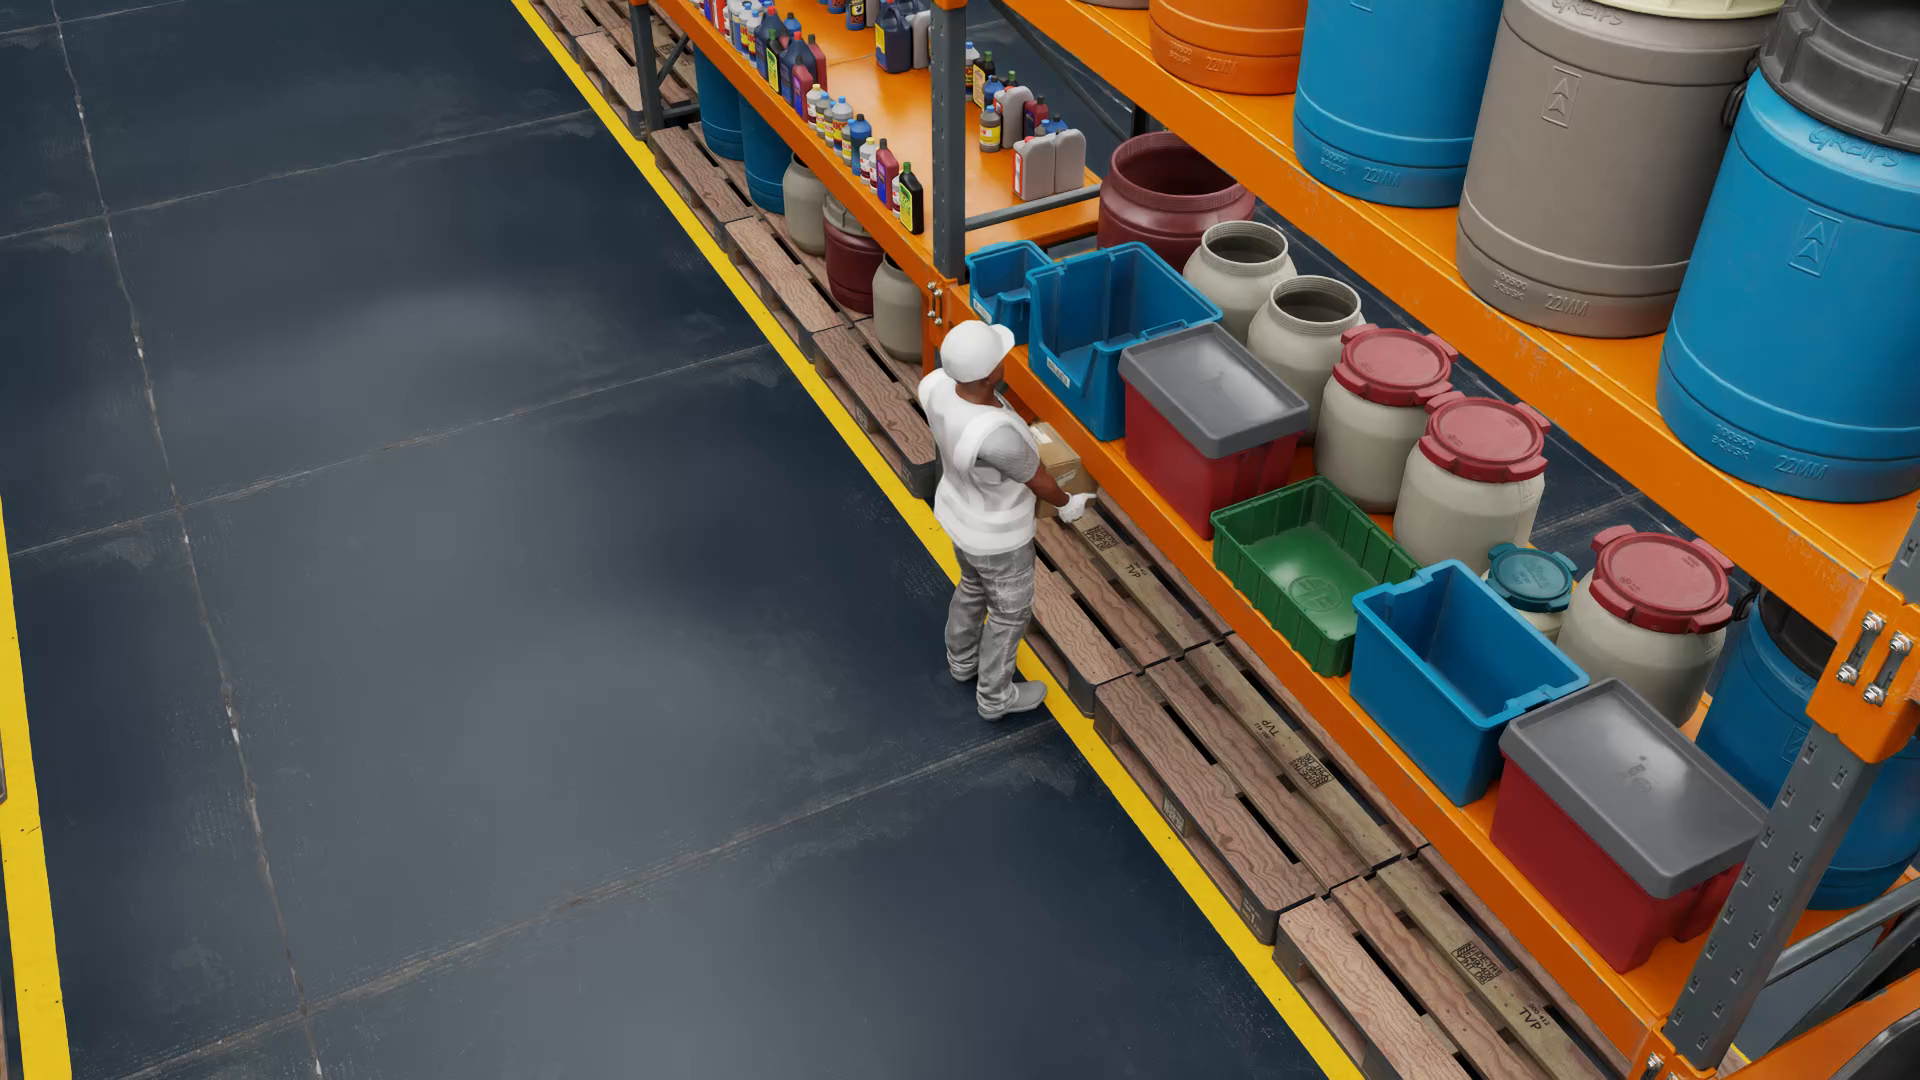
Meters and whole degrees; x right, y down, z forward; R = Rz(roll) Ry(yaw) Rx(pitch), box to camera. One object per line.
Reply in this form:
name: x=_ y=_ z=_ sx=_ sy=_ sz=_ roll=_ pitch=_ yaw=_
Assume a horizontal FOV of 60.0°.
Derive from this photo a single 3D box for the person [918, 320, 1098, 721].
person: x=0.189 y=-0.104 z=6.267 sx=0.584 sy=1.778 sz=0.487 roll=-19 pitch=44 yaw=-20
